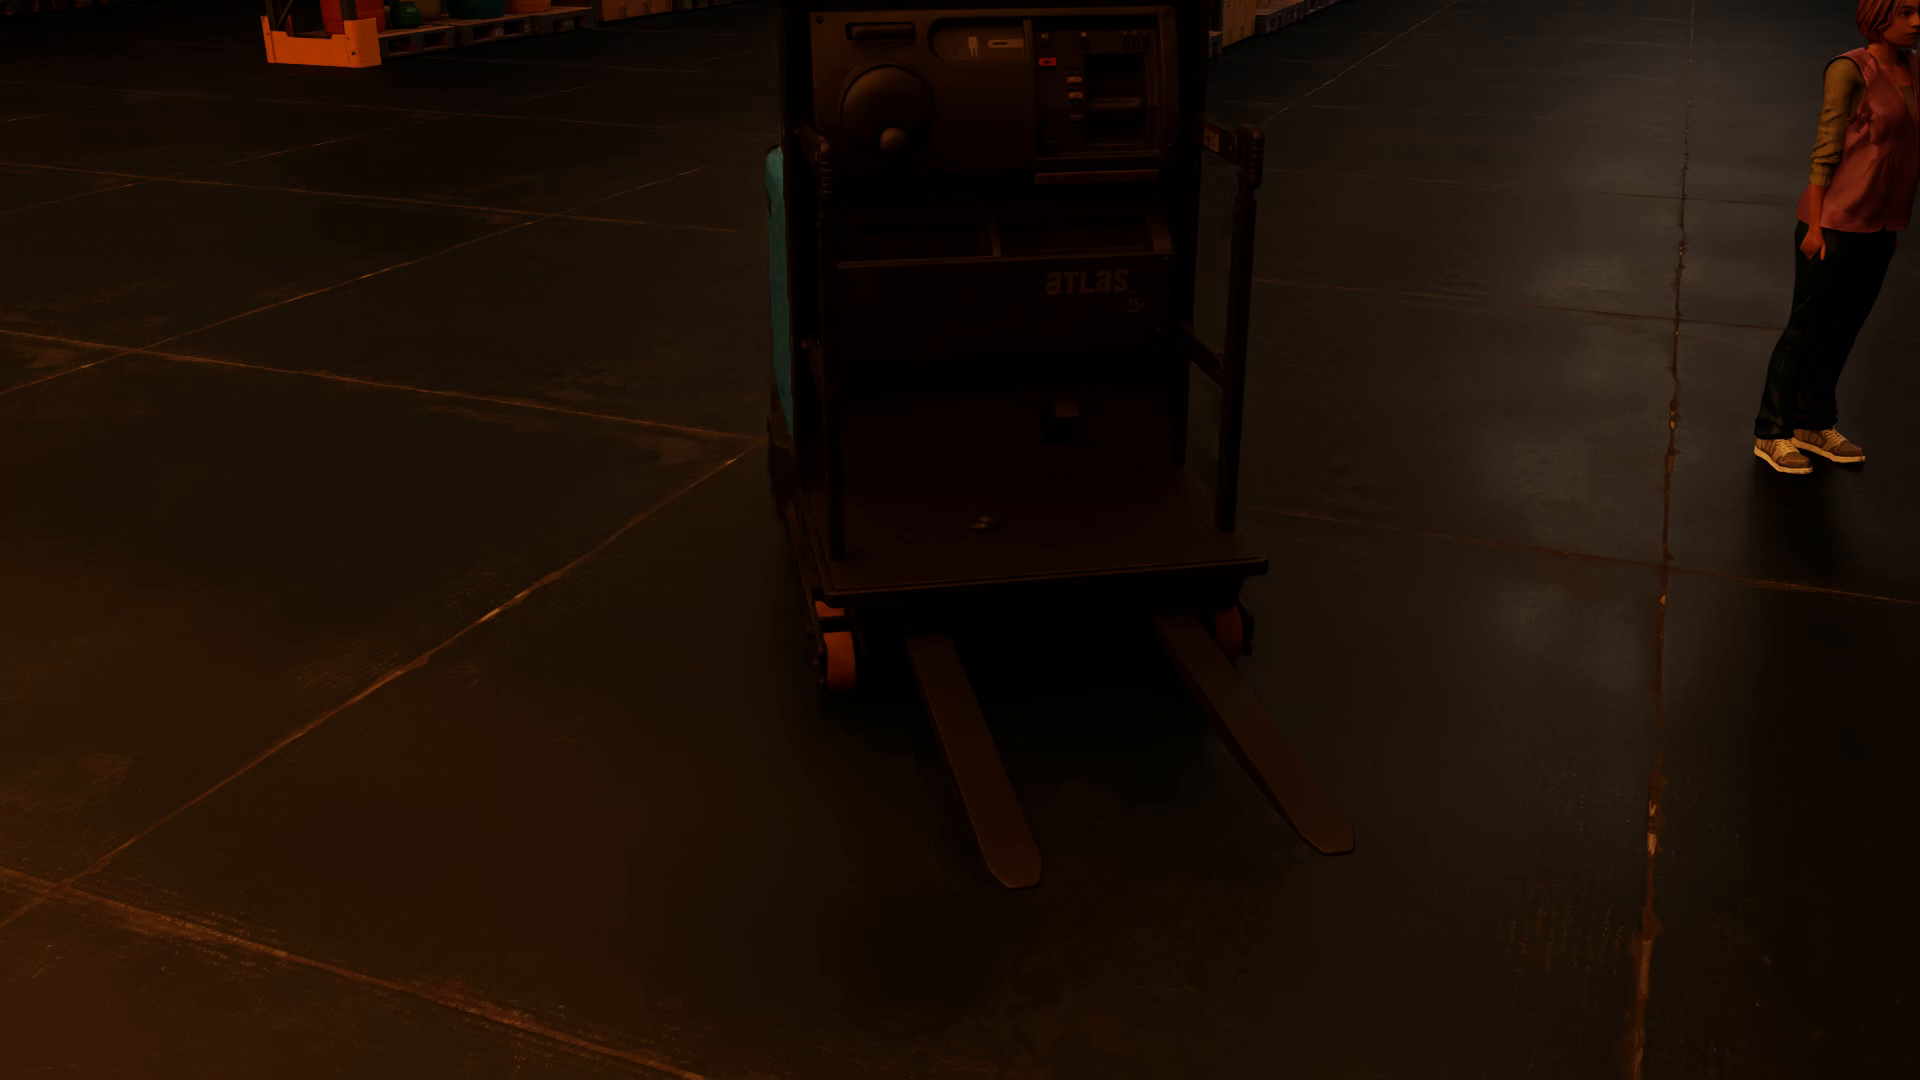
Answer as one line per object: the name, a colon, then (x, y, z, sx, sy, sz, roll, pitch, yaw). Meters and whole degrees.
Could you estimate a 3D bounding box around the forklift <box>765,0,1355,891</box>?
forklift: (0.135, -1.114, 3.958, 1.130, 2.935, 3.031, -4, 23, -10)

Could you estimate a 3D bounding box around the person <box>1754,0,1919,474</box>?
person: (2.932, -1.022, 5.465, 0.405, 1.603, 0.319, -10, 25, -22)
